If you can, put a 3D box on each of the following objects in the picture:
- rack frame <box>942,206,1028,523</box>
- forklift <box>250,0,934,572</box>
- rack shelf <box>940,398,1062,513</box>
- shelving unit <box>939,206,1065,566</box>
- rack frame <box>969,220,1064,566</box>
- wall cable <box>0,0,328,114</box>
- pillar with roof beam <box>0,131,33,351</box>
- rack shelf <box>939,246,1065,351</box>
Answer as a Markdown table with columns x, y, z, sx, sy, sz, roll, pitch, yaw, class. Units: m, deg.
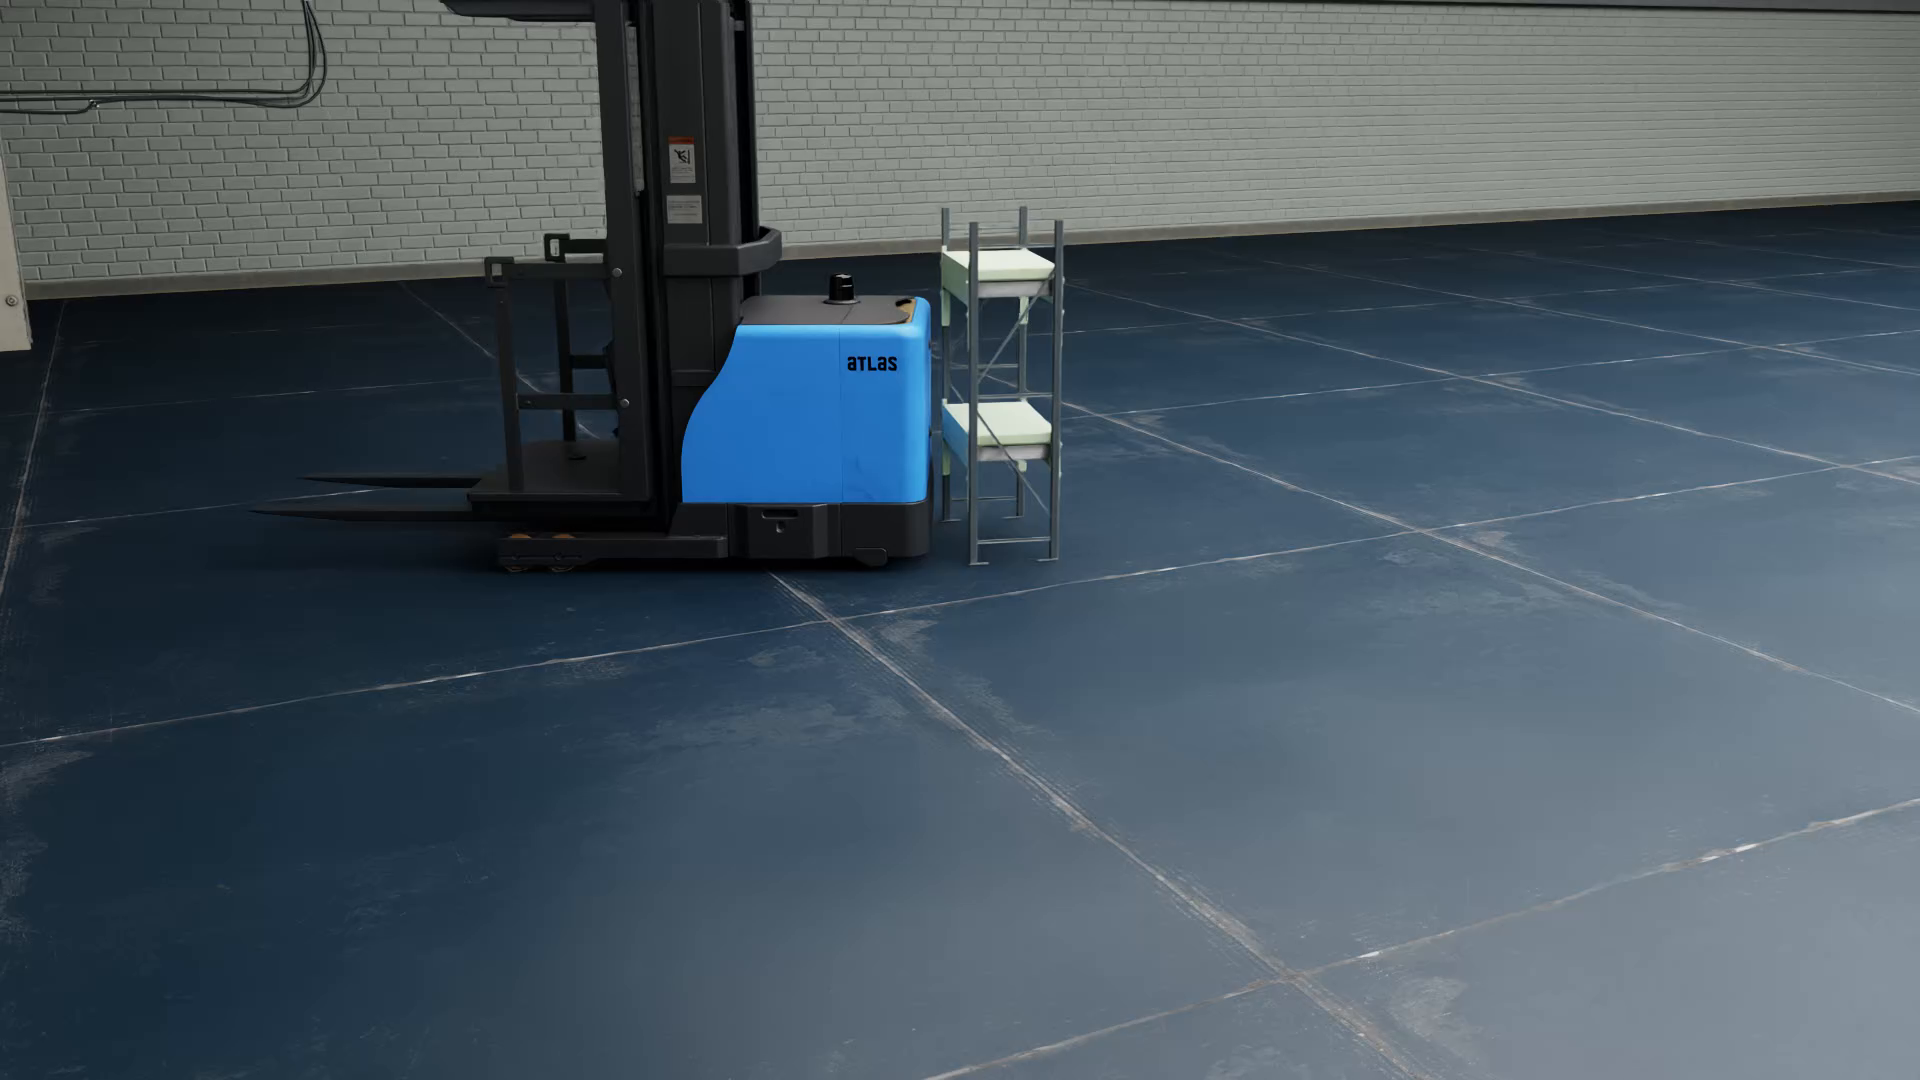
| x | y | z | sx | sy | sz | roll | pitch | yaw | class |
| --- | --- | --- | --- | --- | --- | --- | --- | --- | --- |
| 0.114 | -0.818 | 7.881 | 0.400 | 1.500 | 0.023 | -3 | 16 | -9 | rack frame |
| -1.647 | -1.413 | 7.362 | 3.031 | 2.935 | 1.130 | 0 | 16 | 1 | forklift |
| 0.176 | -0.405 | 7.624 | 0.431 | 0.370 | 0.720 | -3 | 16 | -9 | rack shelf |
| 0.176 | -0.718 | 7.534 | 0.431 | 1.500 | 0.755 | -3 | 16 | -9 | shelving unit |
| 0.238 | -0.619 | 7.188 | 0.400 | 1.500 | 0.023 | -3 | 16 | -9 | rack frame |
| -7.540 | -5.233 | 15.303 | 3.097 | 2.526 | 0.112 | -8 | 18 | -25 | wall cable |
| -3.568 | -6.356 | 13.585 | 9.100 | 9.000 | 0.400 | -8 | 18 | -25 | pillar with roof beam |
| 0.176 | -1.093 | 7.427 | 0.431 | 0.370 | 0.720 | -3 | 16 | -9 | rack shelf |
